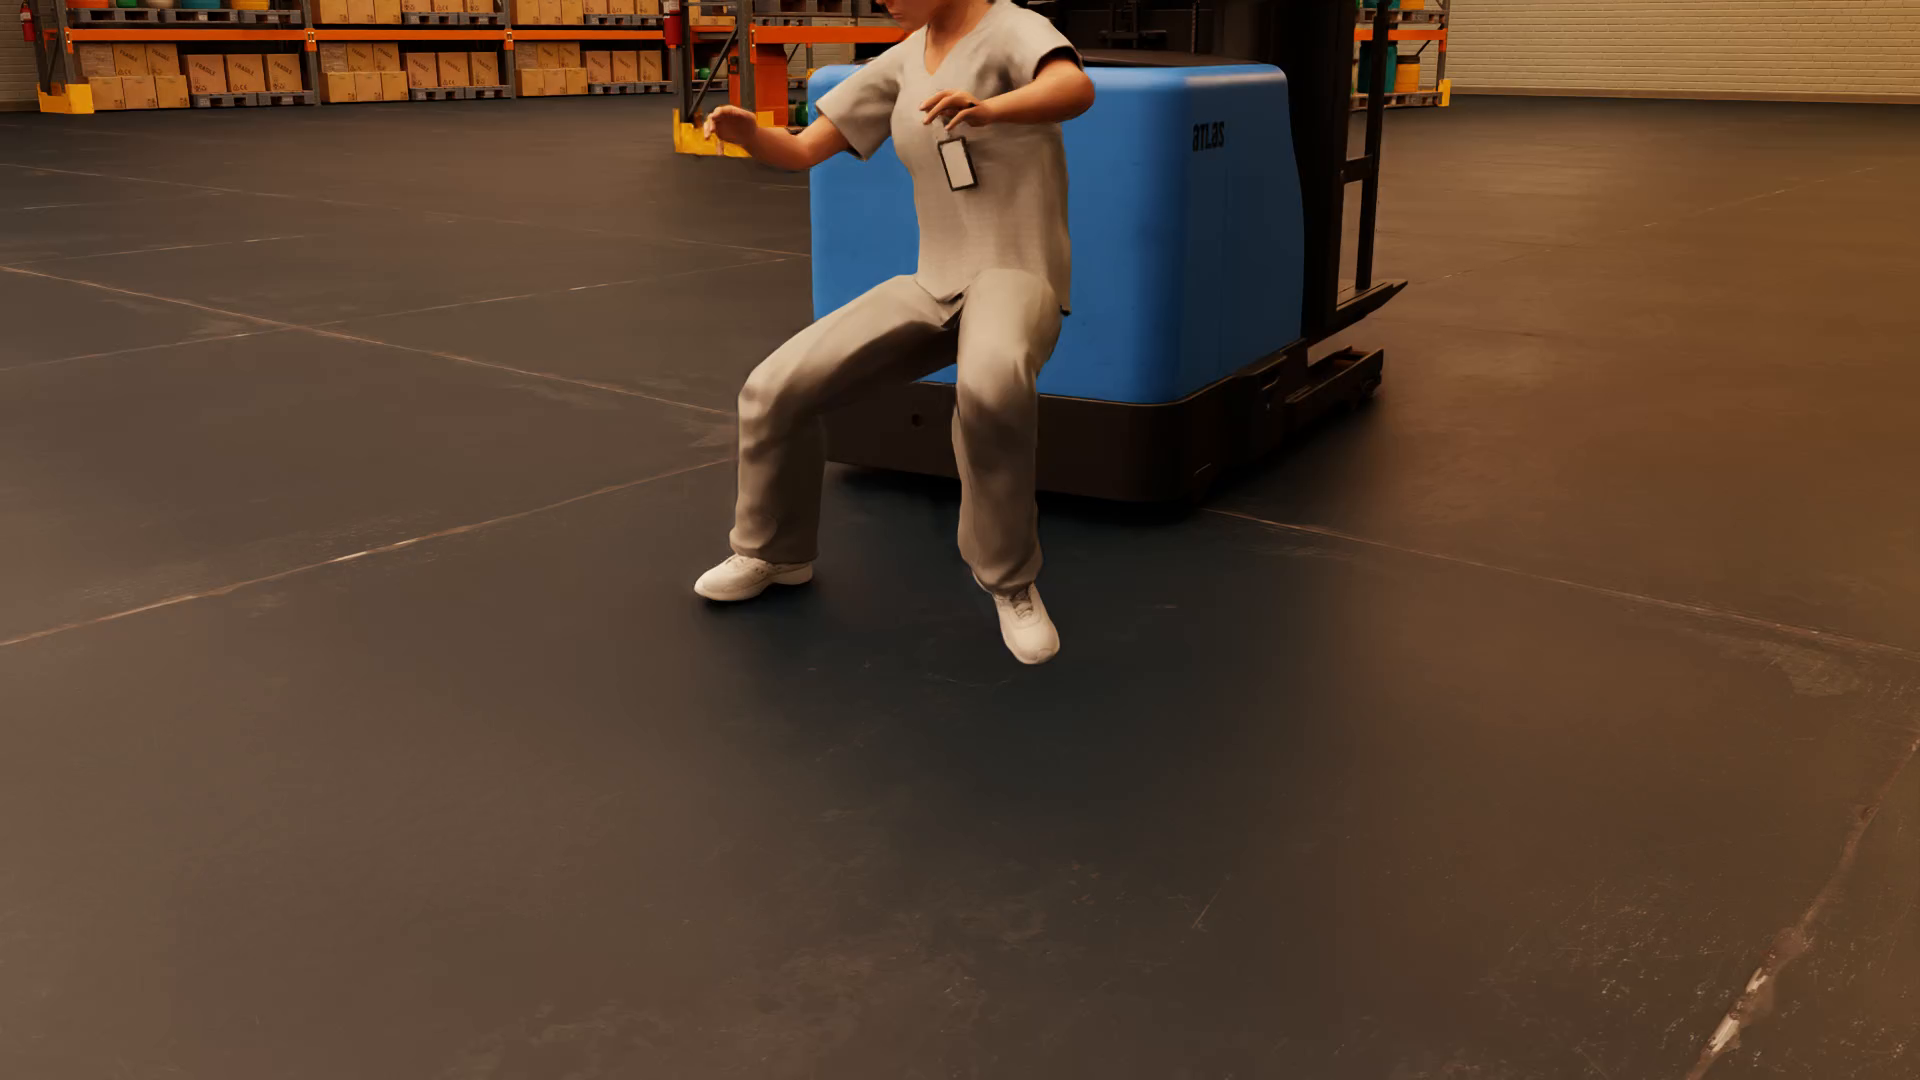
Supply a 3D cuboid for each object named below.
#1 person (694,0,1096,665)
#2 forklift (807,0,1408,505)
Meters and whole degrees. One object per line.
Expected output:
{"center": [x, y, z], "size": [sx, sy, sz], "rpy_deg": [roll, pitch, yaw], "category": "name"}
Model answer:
{"center": [-0.127, -0.500, 3.122], "size": [0.697, 1.423, 0.929], "rpy_deg": [-14, 22, -38], "category": "person"}
{"center": [0.742, -1.869, 5.054], "size": [1.130, 2.935, 3.031], "rpy_deg": [9, 19, 27], "category": "forklift"}
